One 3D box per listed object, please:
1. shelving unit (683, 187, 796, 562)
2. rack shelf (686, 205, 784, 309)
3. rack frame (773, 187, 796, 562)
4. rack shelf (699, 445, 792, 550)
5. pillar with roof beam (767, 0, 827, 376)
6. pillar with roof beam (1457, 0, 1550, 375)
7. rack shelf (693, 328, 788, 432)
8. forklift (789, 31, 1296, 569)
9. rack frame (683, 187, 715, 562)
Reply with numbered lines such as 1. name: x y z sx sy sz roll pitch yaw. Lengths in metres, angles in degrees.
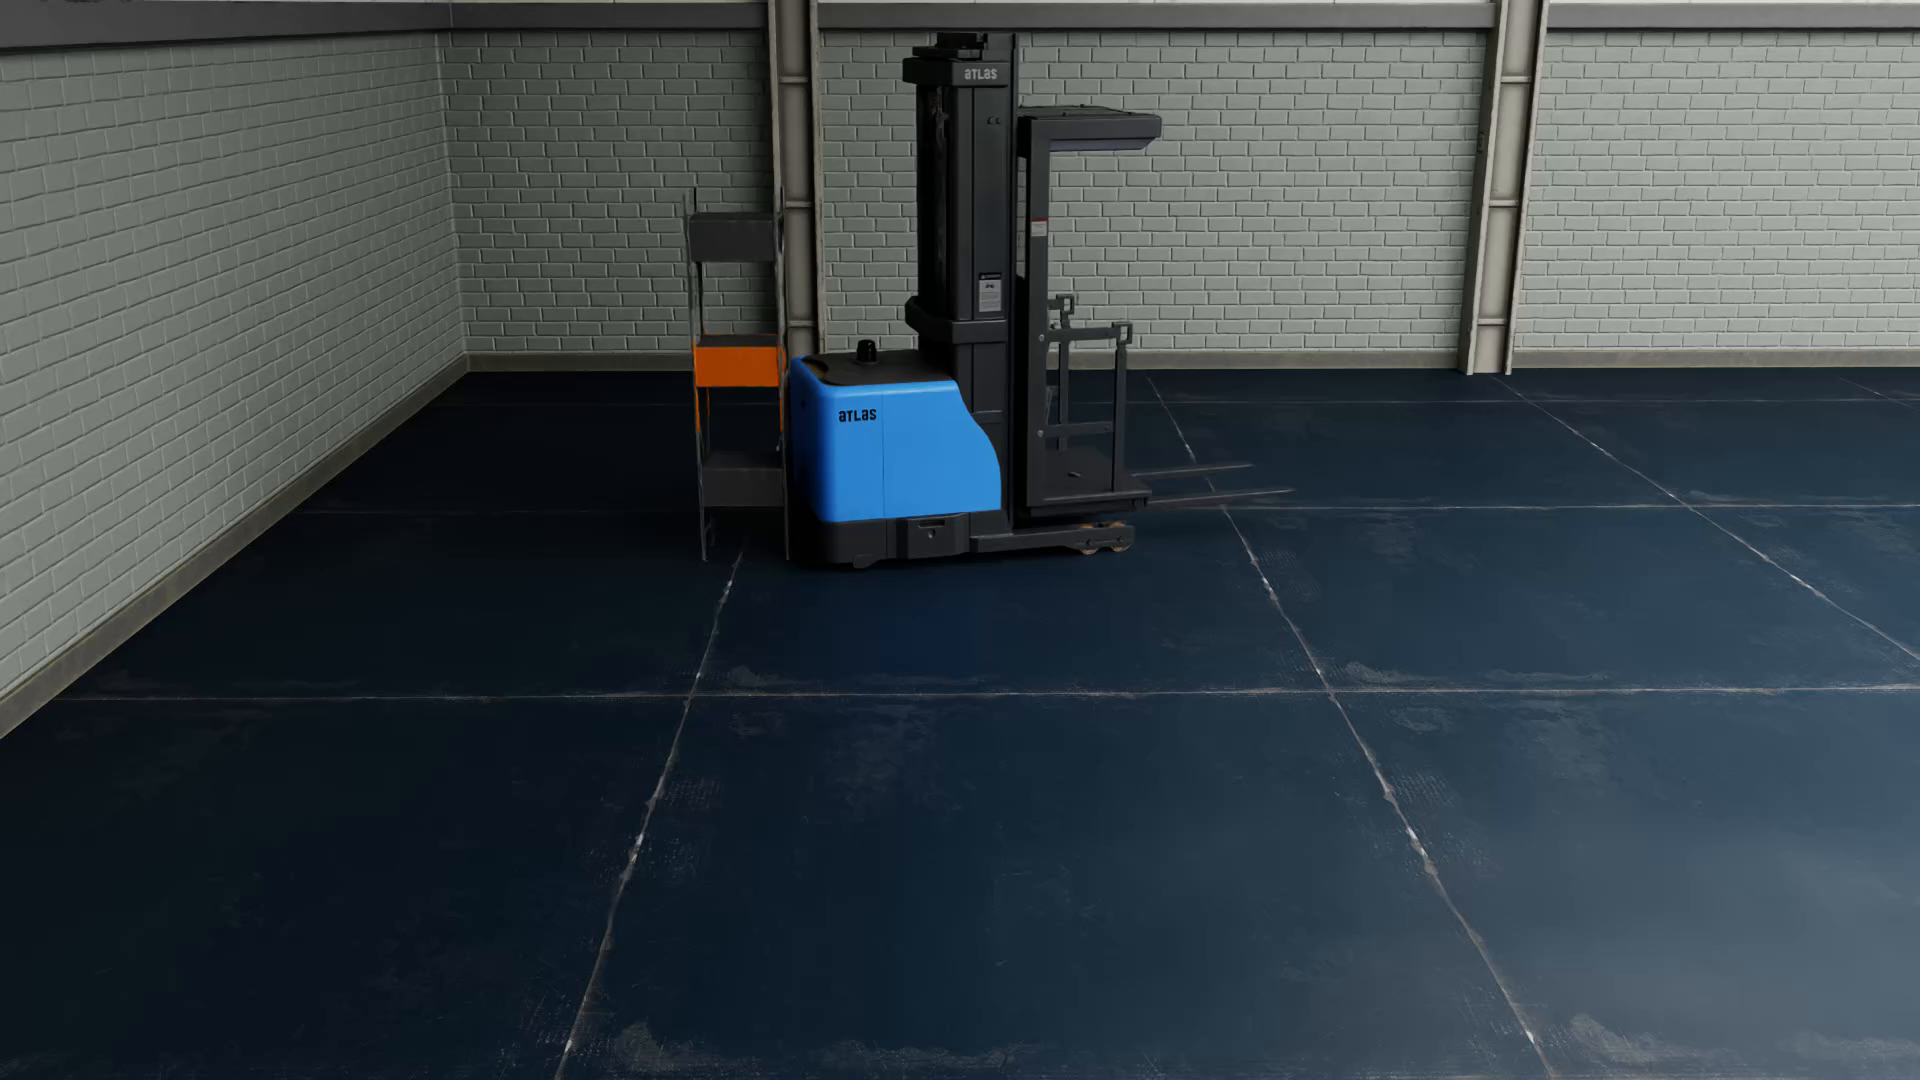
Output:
1. shelving unit: -1.246 -0.932 9.513 0.503 2.100 0.431 0 18 0
2. rack shelf: -1.248 -1.586 9.303 0.480 0.518 0.431 0 18 0
3. rack frame: -1.002 -0.933 9.512 0.015 2.100 0.400 0 18 0
4. rack shelf: -1.243 -0.253 9.730 0.480 0.518 0.431 0 18 0
5. pillar with roof beam: -1.302 -4.436 9.144 0.400 9.000 9.100 0 18 -1
6. pillar with roof beam: 4.697 -4.465 9.234 0.400 9.000 9.100 0 18 -1
7. rack shelf: -1.246 -0.919 9.517 0.480 0.518 0.431 0 18 0
8. forklift: 0.534 -1.464 9.813 3.031 2.935 1.130 -5 18 -15
9. rack frame: -1.490 -0.931 9.513 0.015 2.100 0.400 0 18 0
